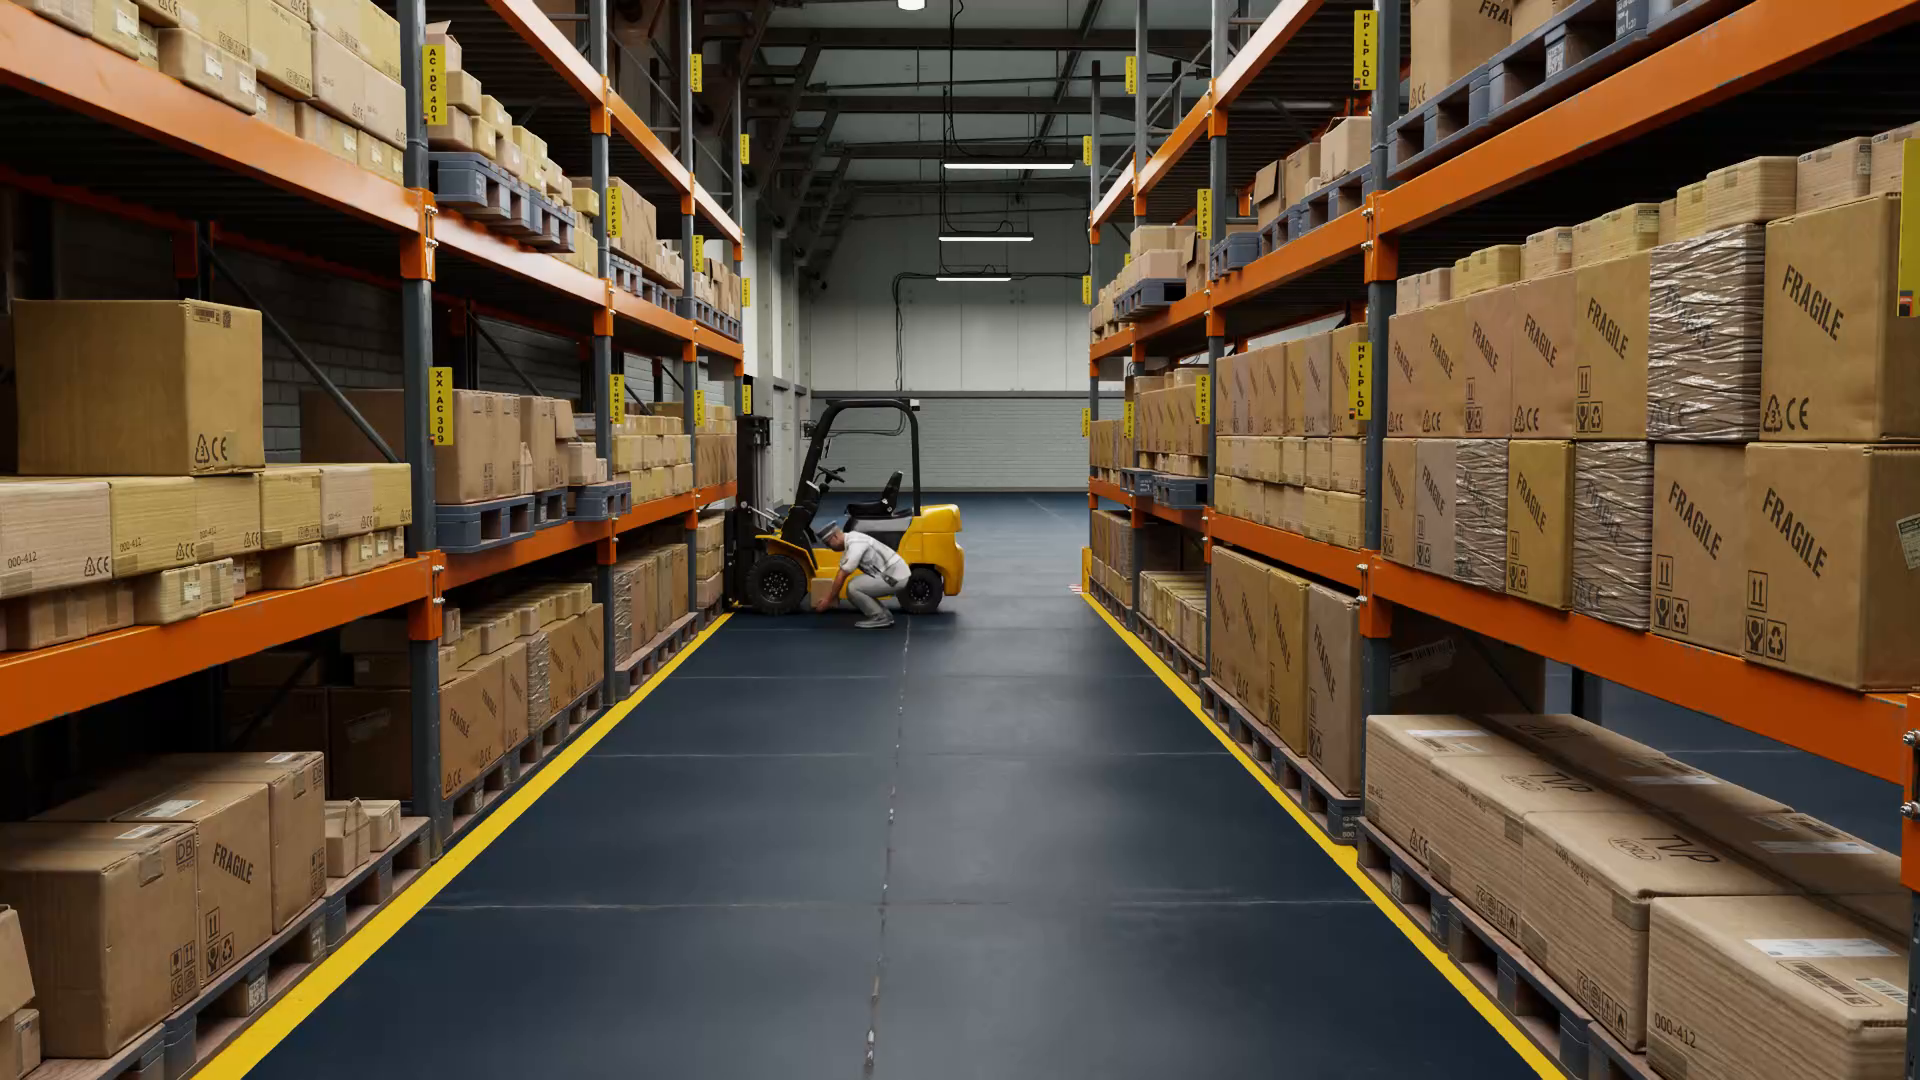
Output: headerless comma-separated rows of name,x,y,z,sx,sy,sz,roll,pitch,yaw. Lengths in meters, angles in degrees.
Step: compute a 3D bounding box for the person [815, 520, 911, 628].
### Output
person,-0.906,0.318,15.583,0.904,1.010,0.568,0,4,-1
